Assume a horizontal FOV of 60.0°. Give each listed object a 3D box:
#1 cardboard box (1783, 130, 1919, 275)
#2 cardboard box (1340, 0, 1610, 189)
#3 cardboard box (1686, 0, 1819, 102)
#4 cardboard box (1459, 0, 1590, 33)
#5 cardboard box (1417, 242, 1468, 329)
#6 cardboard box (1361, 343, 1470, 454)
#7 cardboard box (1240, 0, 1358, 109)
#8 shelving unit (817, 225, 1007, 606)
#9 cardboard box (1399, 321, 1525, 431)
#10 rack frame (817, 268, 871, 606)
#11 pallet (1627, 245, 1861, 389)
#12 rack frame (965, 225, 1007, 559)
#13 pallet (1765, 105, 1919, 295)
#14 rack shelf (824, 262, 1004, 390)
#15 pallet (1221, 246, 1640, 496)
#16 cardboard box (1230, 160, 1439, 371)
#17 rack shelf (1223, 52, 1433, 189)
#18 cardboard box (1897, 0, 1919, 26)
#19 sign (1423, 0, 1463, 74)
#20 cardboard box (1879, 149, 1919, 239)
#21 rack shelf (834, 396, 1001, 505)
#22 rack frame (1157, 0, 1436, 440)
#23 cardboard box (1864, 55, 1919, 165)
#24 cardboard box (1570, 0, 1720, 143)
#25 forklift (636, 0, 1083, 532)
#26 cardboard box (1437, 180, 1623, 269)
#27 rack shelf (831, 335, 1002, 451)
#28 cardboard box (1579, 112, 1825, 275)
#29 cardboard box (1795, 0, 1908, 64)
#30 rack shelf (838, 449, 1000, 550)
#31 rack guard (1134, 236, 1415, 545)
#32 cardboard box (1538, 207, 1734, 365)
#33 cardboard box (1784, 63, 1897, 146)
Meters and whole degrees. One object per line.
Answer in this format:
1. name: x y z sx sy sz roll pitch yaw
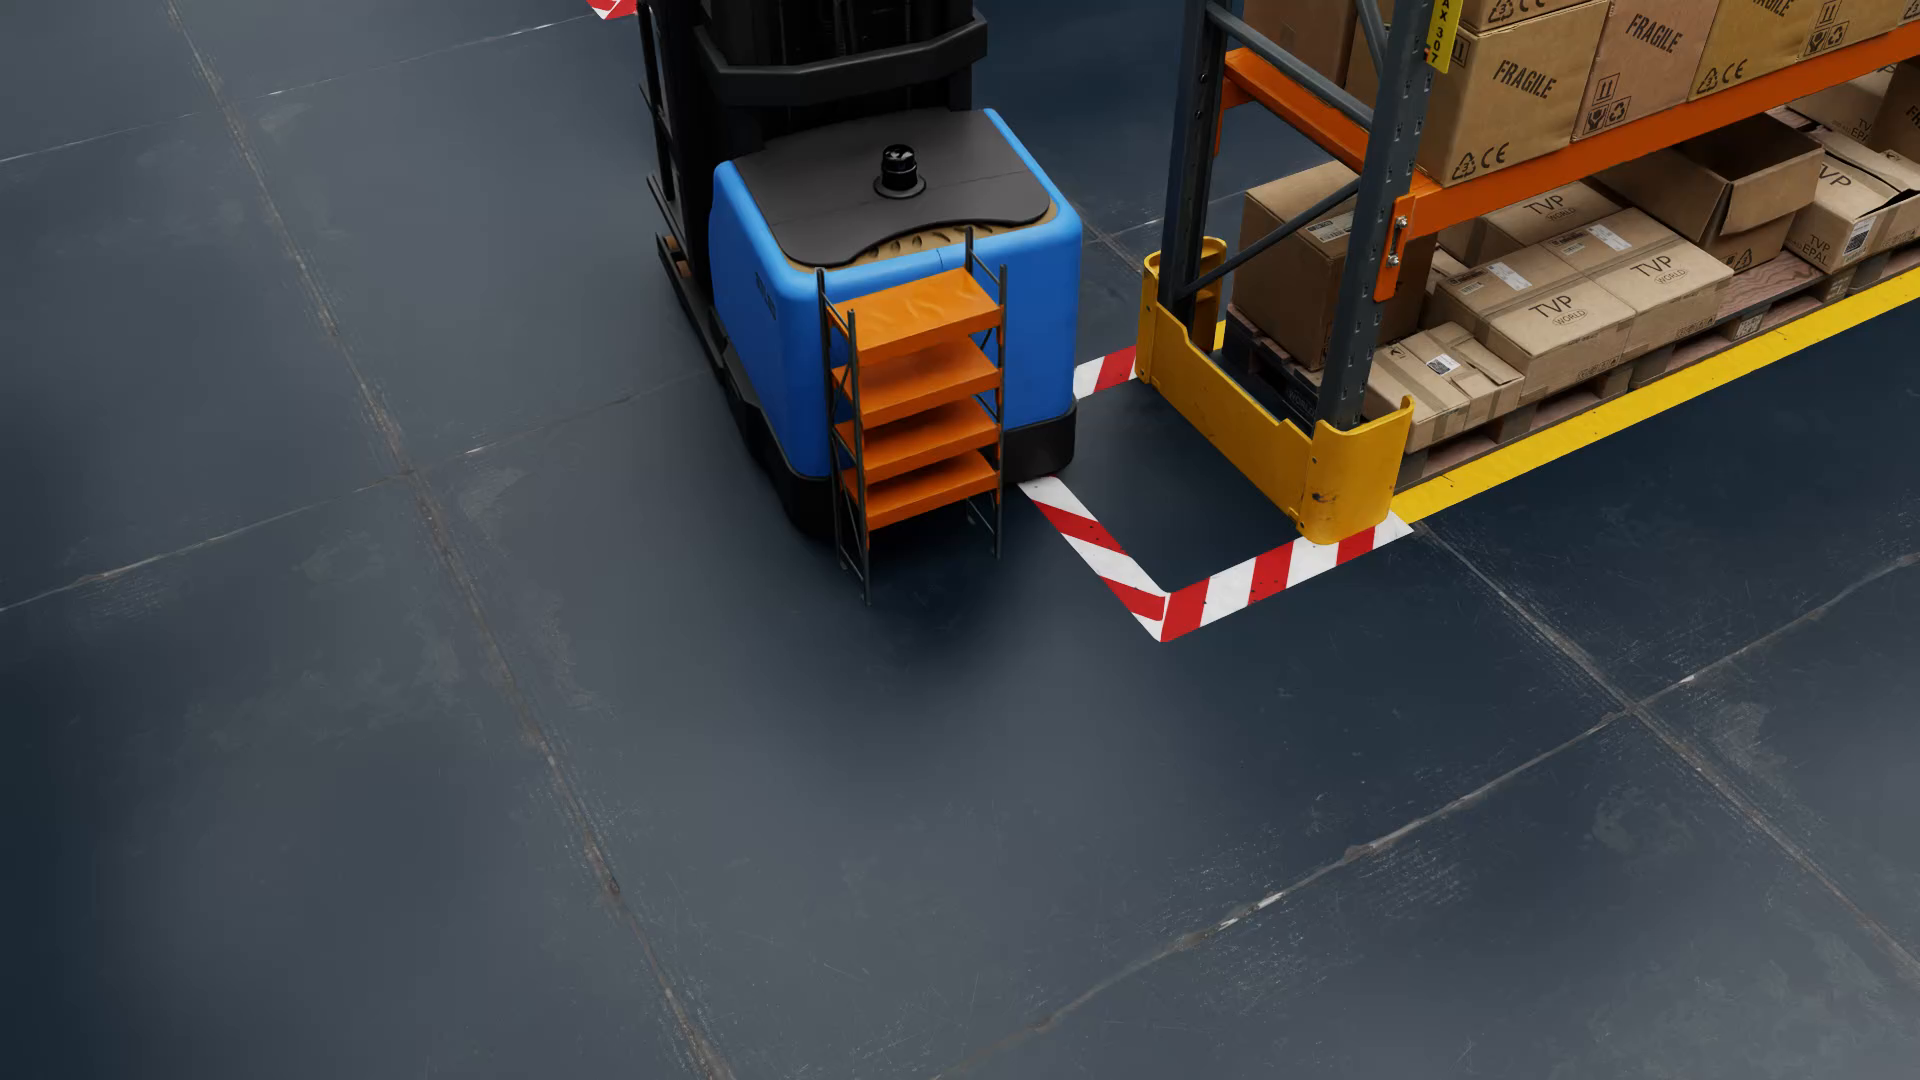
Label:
1. cardboard box: 3.489 -1.379 6.632 0.500 0.311 0.500 -22 48 -21
2. cardboard box: 1.540 -1.458 5.027 0.500 0.500 0.500 -21 48 -20
3. cardboard box: 2.421 -1.813 5.392 0.500 0.500 0.500 -22 48 -21
4. cardboard box: 1.540 -1.817 4.679 0.500 0.500 0.500 -20 48 -20
5. cardboard box: 1.768 -0.992 6.337 0.250 0.166 0.380 -22 48 -21
6. cardboard box: 1.558 -0.500 5.843 0.250 0.149 0.380 -22 48 -21
7. cardboard box: 1.276 -1.783 5.362 0.500 0.500 0.500 -20 48 -20
8. shelving unit: -0.140 -0.363 5.263 0.503 1.200 0.258 -20 47 -19
9. cardboard box: 1.775 -0.593 5.926 0.250 0.166 0.380 -22 48 -21
10. rack frame: -0.357 -0.286 5.184 0.015 1.200 0.240 -20 47 -19
11. pallet: 2.837 -1.151 6.784 1.213 0.211 1.003 -22 48 -21
12. rack frame: 0.078 -0.441 5.342 0.015 1.200 0.240 -20 47 -19
13. pallet: 3.896 -1.577 7.223 1.213 0.211 1.003 -22 48 -21
14. rack shelf: -0.140 -0.645 4.989 0.480 0.148 0.258 -20 47 -19
15. pallet: 1.780 -0.730 6.351 1.213 0.211 1.003 -22 48 -21
16. cardboard box: 1.372 -1.026 6.132 0.500 0.500 0.500 -22 48 -21
17. rack shelf: 2.758 -1.933 5.965 3.809 0.124 0.919 -22 48 -21
18. cardboard box: 3.296 -2.164 5.754 0.500 0.500 0.500 -21 48 -20
19. sign: 1.294 -1.411 4.428 0.005 0.325 0.100 -22 48 -21
20. cardboard box: 3.844 -1.415 6.785 0.250 0.149 0.380 -22 48 -21
21. rack shelf: -0.140 -0.315 5.310 0.480 0.148 0.258 -20 47 -19
22. rack frame: 1.024 -1.428 5.067 0.127 3.000 1.000 -22 48 -21
23. cardboard box: 4.139 -1.707 6.834 0.500 0.500 0.500 -22 48 -21
24. cardboard box: 1.984 -1.640 5.215 0.500 0.500 0.500 -22 48 -21
25. forklift: -0.602 -2.120 5.829 1.130 2.935 3.031 -15 46 -15
26. cardboard box: 2.211 -1.248 6.540 0.500 0.250 0.500 -22 48 -21
27. rack shelf: -0.140 -0.476 5.154 0.480 0.148 0.258 -20 47 -19
28. cardboard box: 2.865 -1.422 6.539 0.637 0.503 0.797 -22 48 -21
29. cardboard box: 2.855 -1.985 5.570 0.500 0.500 0.500 -21 48 -20
30. rack shelf: -0.140 -0.173 5.448 0.480 0.148 0.258 -20 47 -19
31. rack guard: 1.089 -0.557 5.965 0.348 0.500 1.175 -22 48 -21
32. cardboard box: 2.503 -0.963 6.247 0.500 0.250 0.500 -22 48 -21
33. cardboard box: 4.020 -1.993 7.265 0.500 0.311 0.500 -22 48 -21
